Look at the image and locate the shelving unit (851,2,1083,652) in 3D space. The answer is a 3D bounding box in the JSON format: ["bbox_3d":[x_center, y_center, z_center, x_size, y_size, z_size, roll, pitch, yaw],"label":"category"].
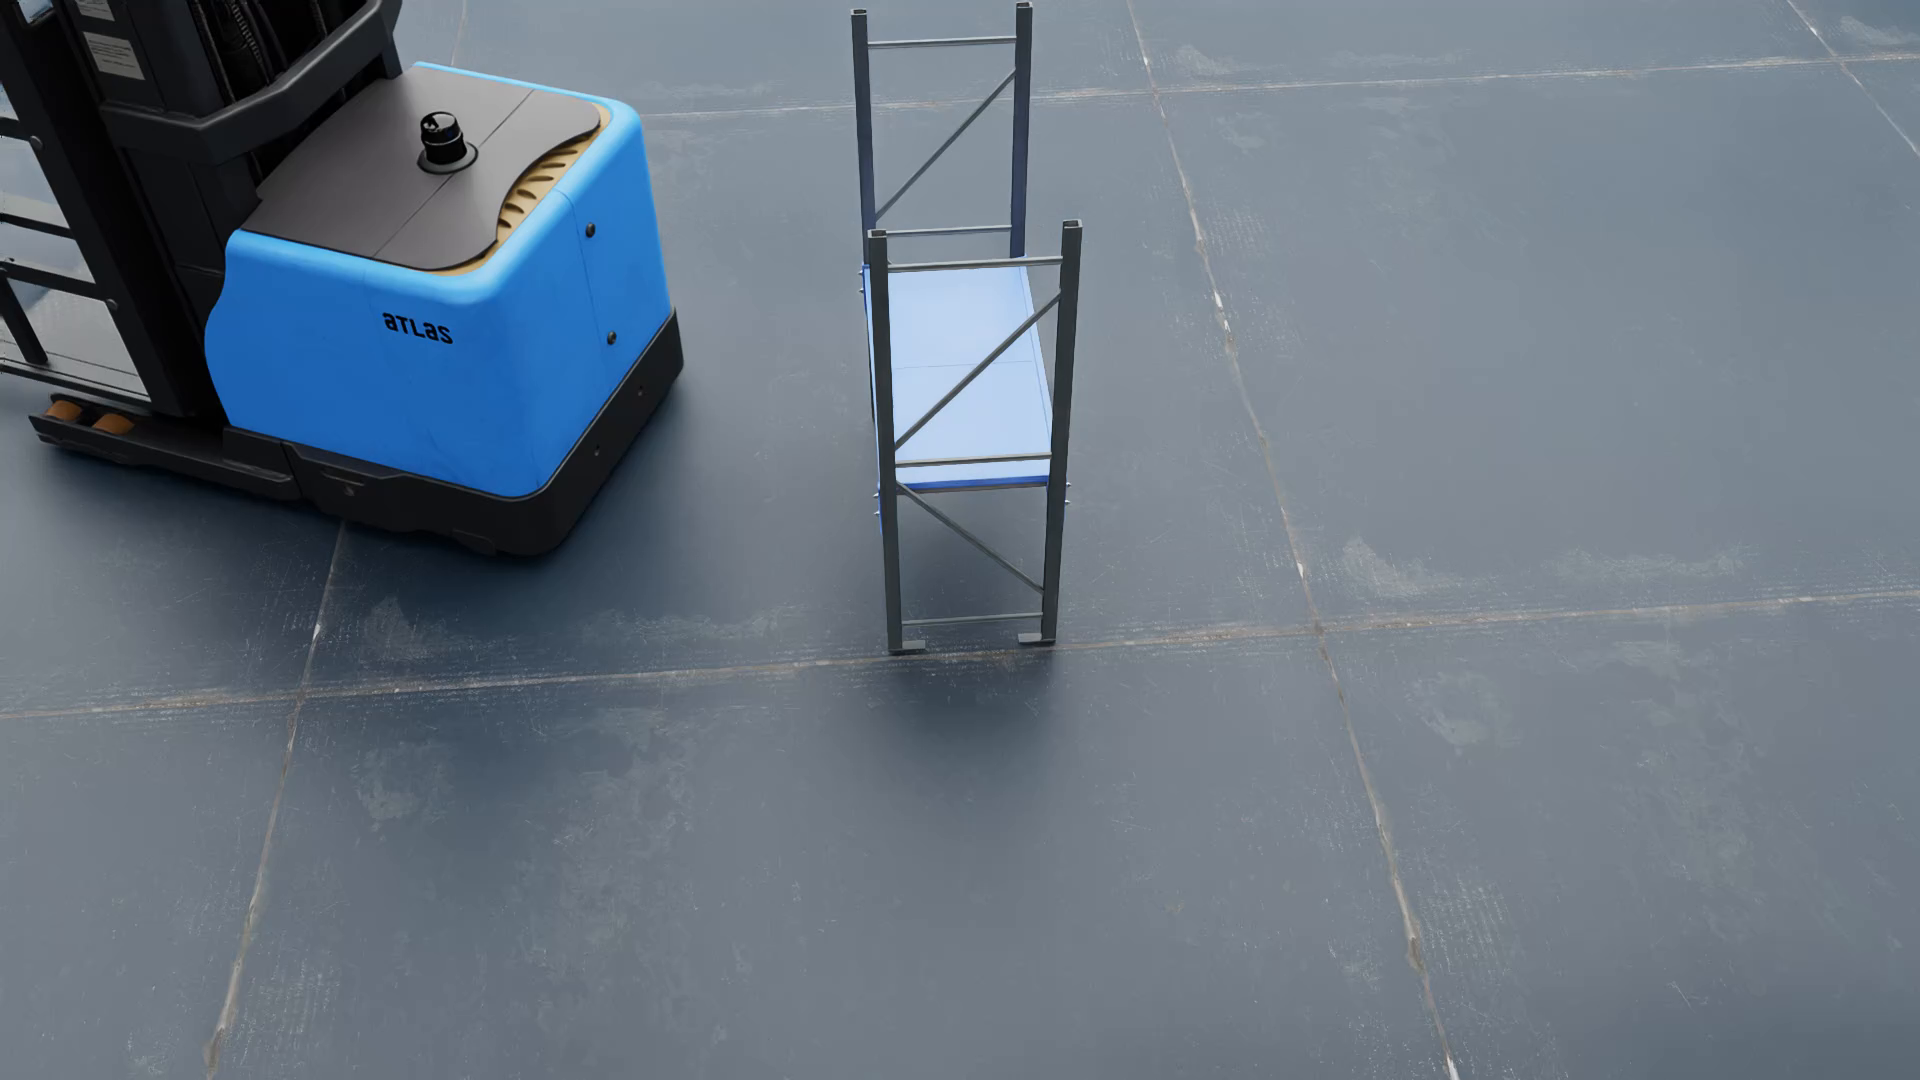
[{"bbox_3d":[-0.007,-0.577,4.764,0.538,1.500,1.048,-3,47,-3],"label":"shelving unit"}]

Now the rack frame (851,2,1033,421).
[{"bbox_3d":[-0.050,-0.945,5.112,0.500,1.500,0.032,-3,47,-3],"label":"rack frame"}]

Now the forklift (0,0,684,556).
[{"bbox_3d":[-2.524,-1.607,4.754,3.031,2.935,1.130,14,48,13],"label":"forklift"}]

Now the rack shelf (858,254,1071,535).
[{"bbox_3d":[-0.007,-0.454,4.895,0.538,0.185,1.000,-3,47,-3],"label":"rack shelf"}]

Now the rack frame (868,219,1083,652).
[{"bbox_3d":[0.035,-0.210,4.416,0.500,1.500,0.032,-3,47,-3],"label":"rack frame"}]
